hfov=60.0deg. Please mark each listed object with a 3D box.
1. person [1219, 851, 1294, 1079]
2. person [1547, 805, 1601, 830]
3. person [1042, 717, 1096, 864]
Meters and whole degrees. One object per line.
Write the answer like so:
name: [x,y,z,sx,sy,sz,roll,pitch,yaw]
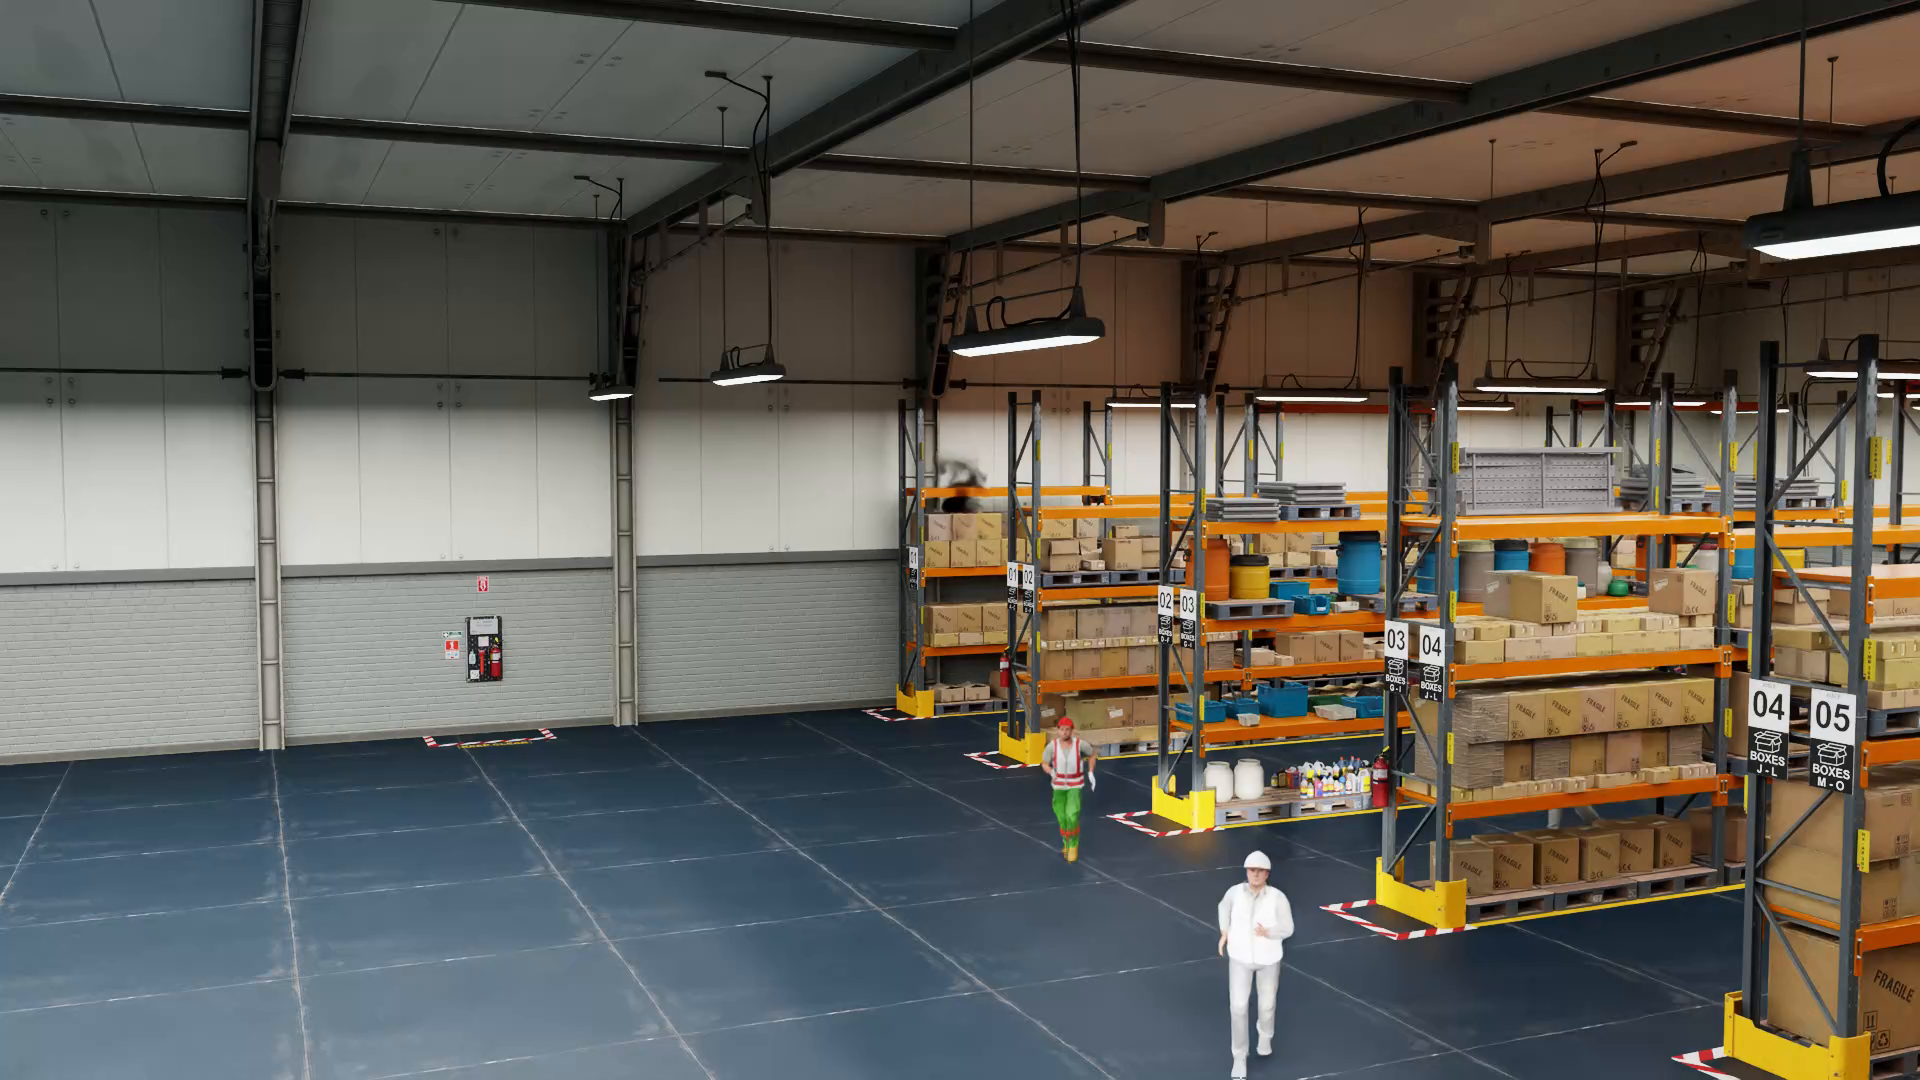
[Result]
person: [2.430,3.472,13.706,0.630,1.831,0.776,1,3,13]
person: [7.767,3.017,21.110,0.984,1.773,0.661,-2,4,-27]
person: [1.328,3.073,20.472,0.643,1.796,0.804,1,3,15]
